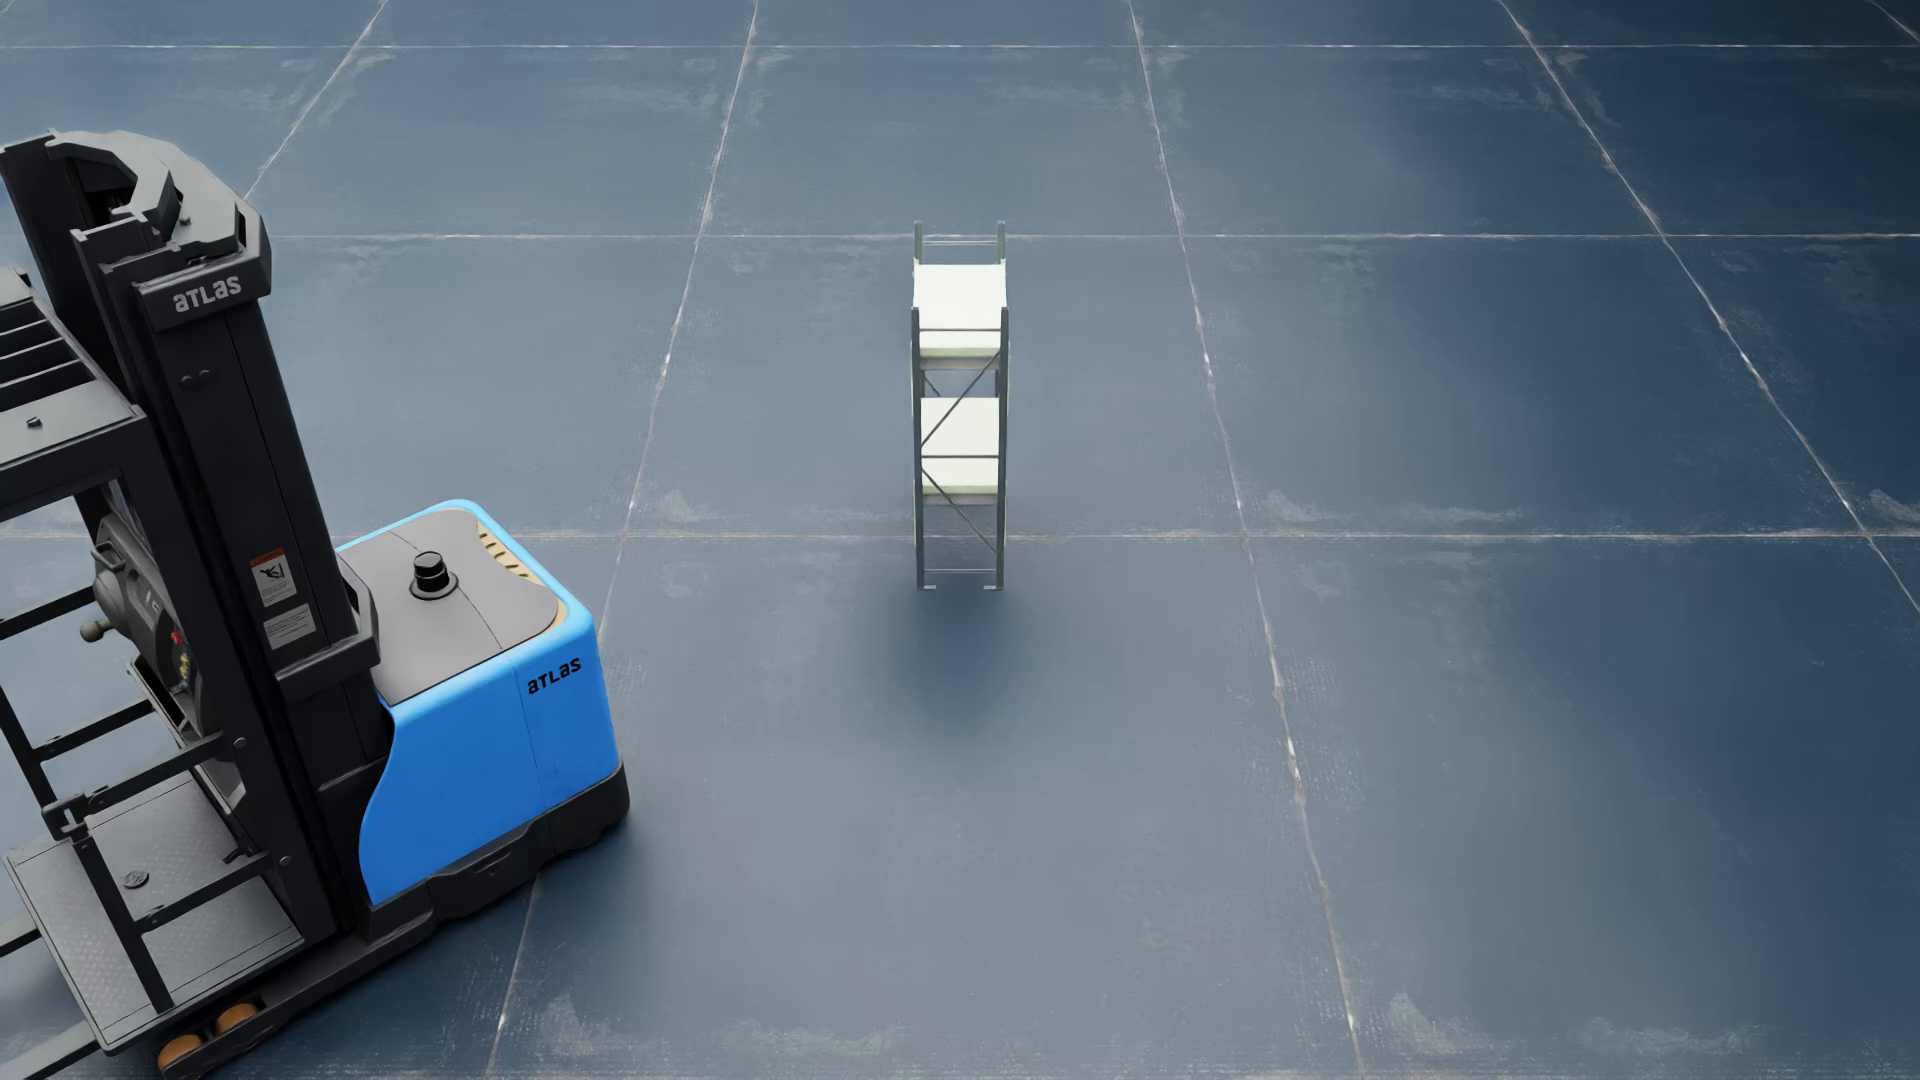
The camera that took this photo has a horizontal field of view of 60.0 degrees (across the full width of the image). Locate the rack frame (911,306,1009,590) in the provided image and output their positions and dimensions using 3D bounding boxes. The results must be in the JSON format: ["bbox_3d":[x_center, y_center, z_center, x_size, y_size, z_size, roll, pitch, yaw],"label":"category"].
[{"bbox_3d":[0.000,-0.361,7.246,0.400,1.500,0.023,0,39,0],"label":"rack frame"}]

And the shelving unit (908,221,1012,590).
[{"bbox_3d":[0.000,-0.589,7.532,0.431,1.500,0.755,0,39,0],"label":"shelving unit"}]

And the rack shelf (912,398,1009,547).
[{"bbox_3d":[0.000,-0.335,7.736,0.431,0.370,0.720,0,39,0],"label":"rack shelf"}]

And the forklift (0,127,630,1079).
[{"bbox_3d":[-2.750,0.338,5.230,3.031,2.935,1.130,-28,47,-31],"label":"forklift"}]

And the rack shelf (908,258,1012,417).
[{"bbox_3d":[0.000,-0.894,7.288,0.431,0.370,0.720,0,39,0],"label":"rack shelf"}]

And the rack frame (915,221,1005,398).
[{"bbox_3d":[0.000,-0.818,7.817,0.400,1.500,0.023,0,39,0],"label":"rack frame"}]
